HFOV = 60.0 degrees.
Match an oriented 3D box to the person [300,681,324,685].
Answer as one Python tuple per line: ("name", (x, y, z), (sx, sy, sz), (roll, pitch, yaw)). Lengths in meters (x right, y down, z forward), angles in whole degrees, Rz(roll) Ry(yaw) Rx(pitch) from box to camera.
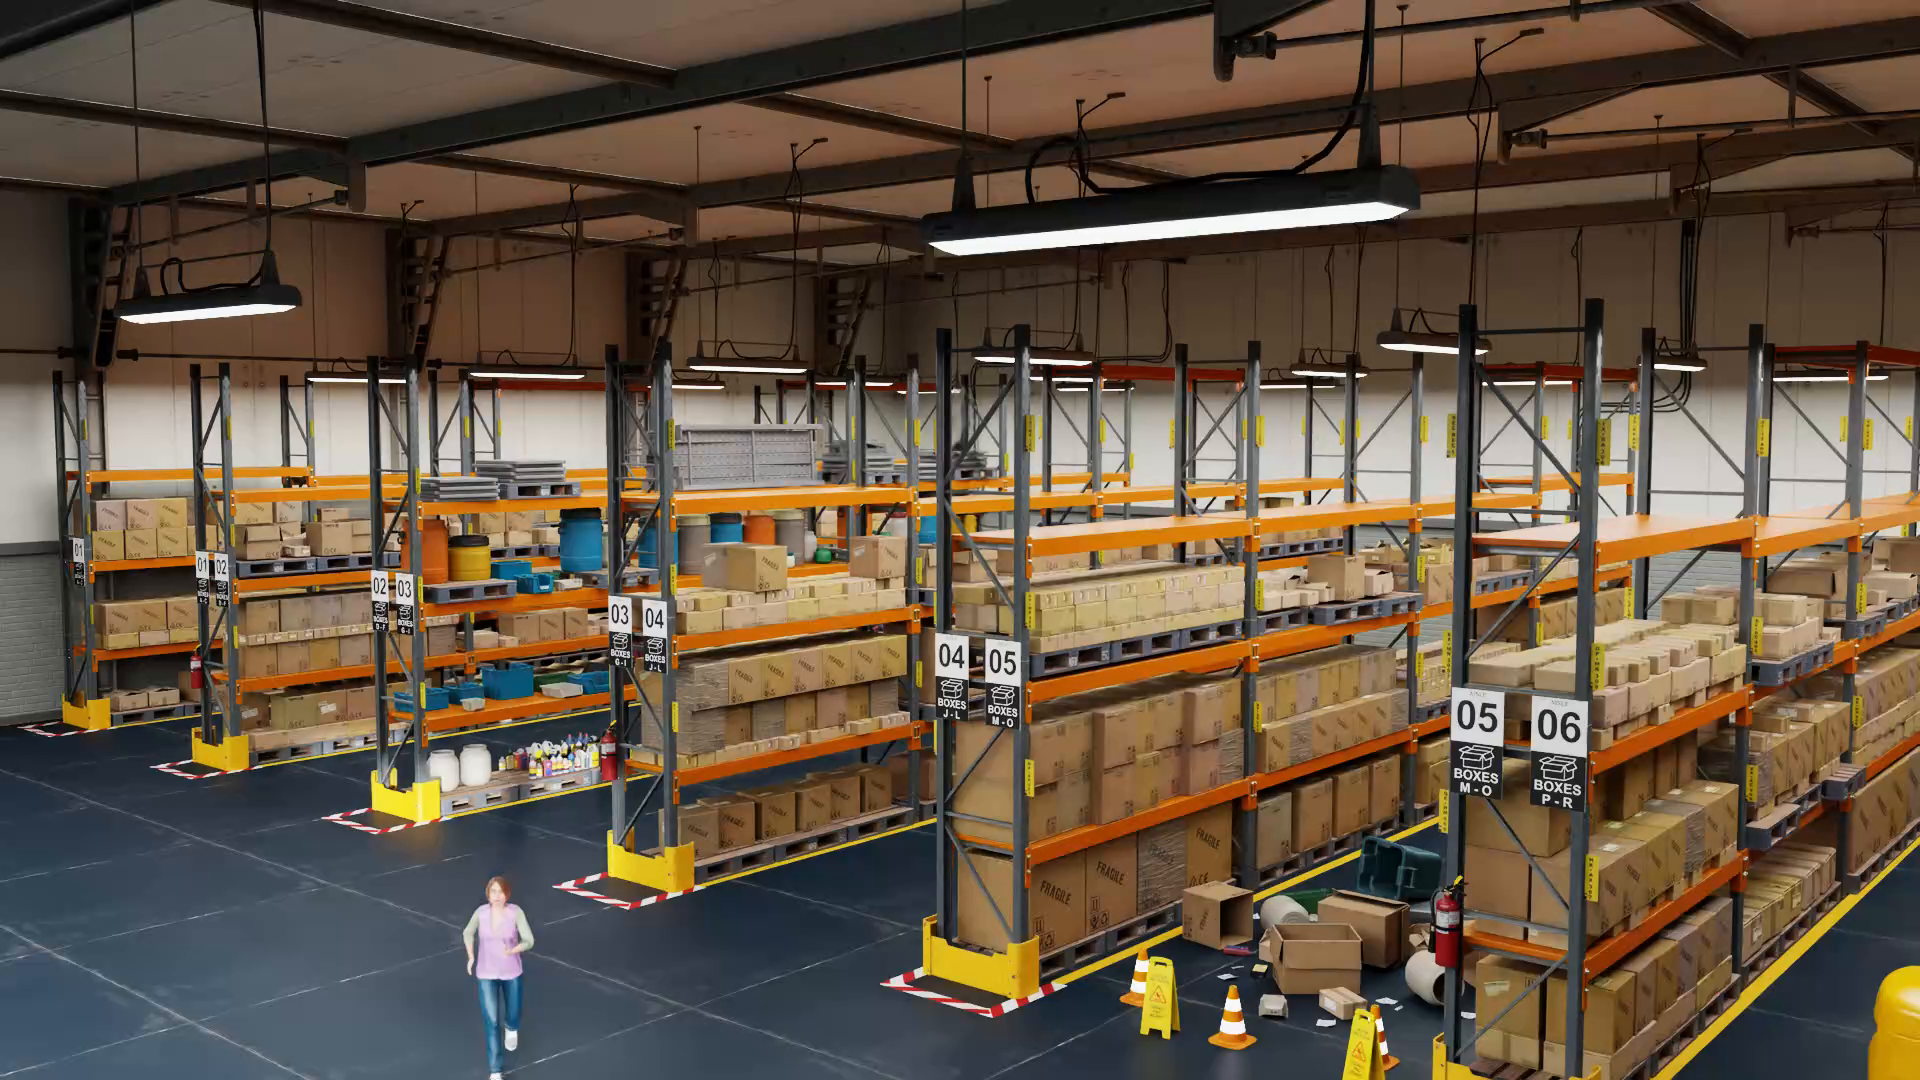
("person", (-10.771, 2.310, 27.719), (0.638, 1.751, 0.871), (4, 6, 43))

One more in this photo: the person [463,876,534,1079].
("person", (-3.627, 3.418, 13.077), (0.544, 1.575, 0.864), (-1, 4, -14))
